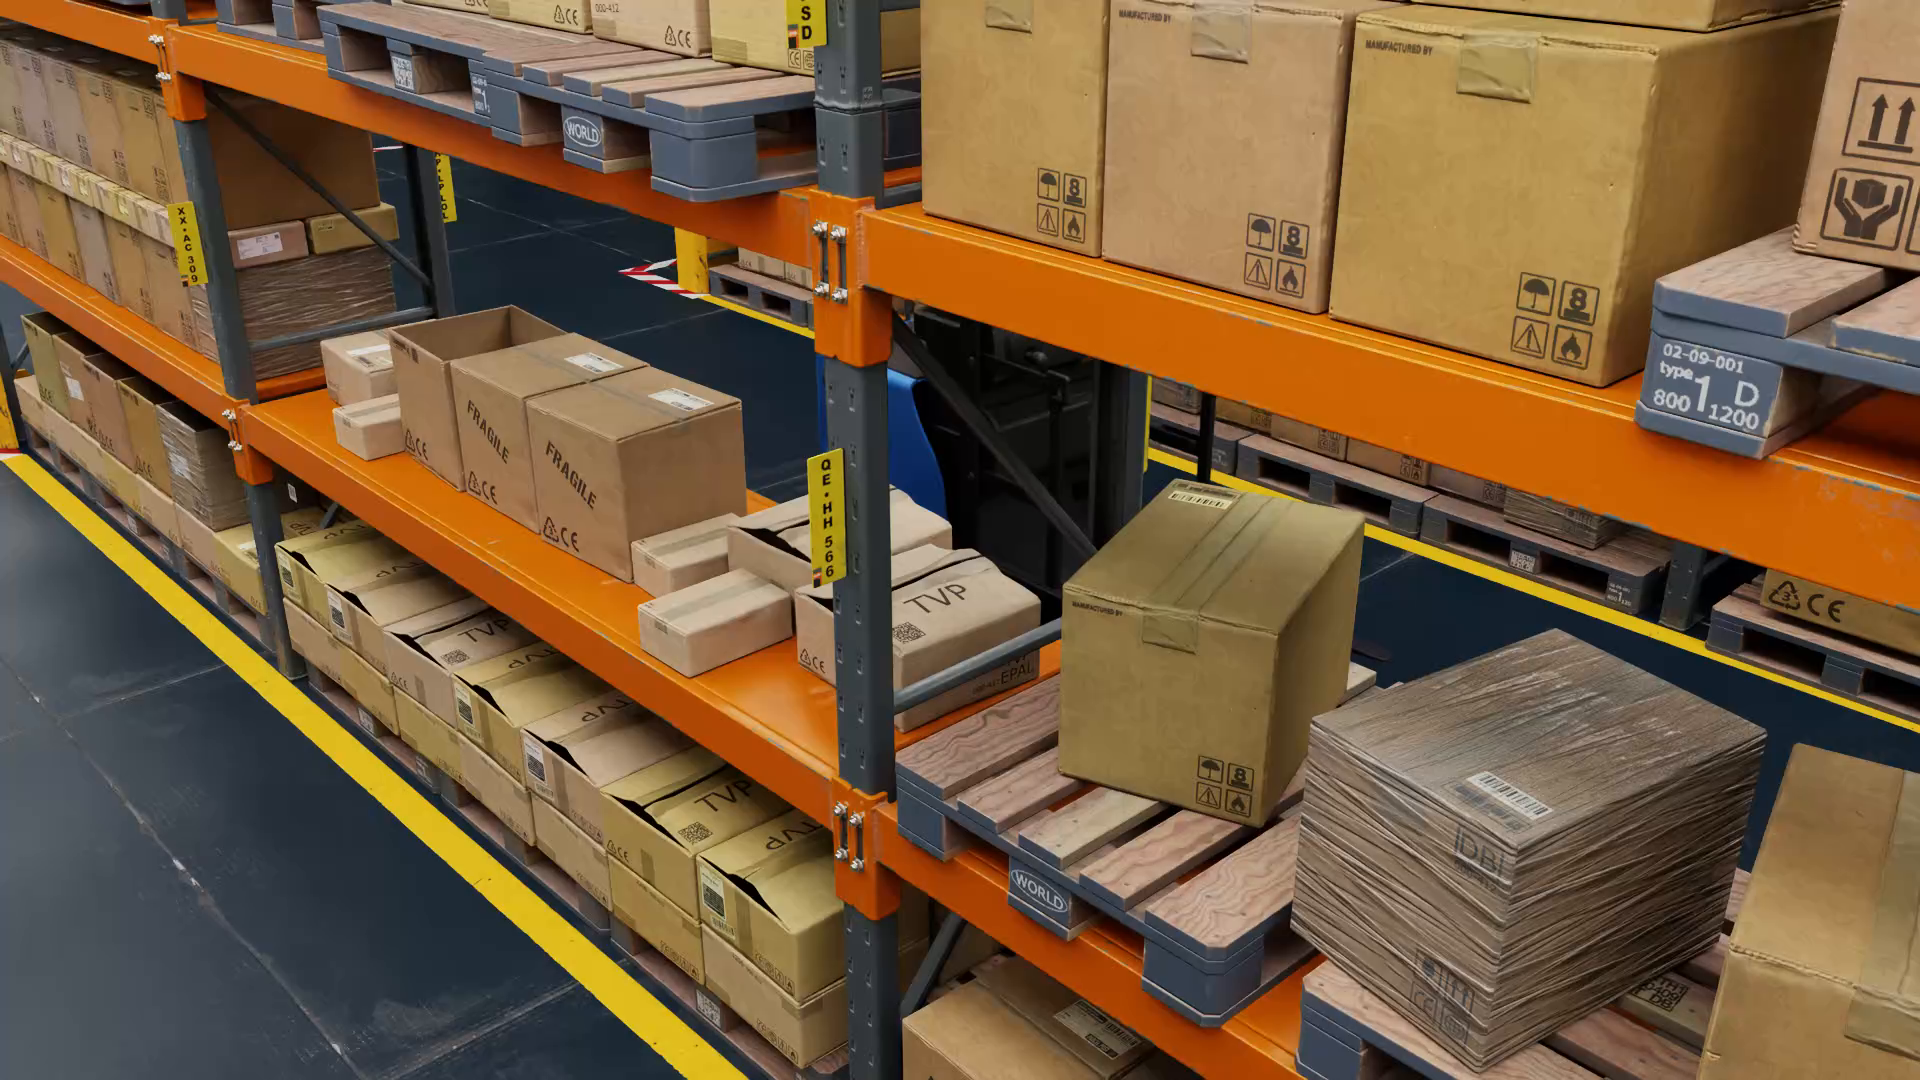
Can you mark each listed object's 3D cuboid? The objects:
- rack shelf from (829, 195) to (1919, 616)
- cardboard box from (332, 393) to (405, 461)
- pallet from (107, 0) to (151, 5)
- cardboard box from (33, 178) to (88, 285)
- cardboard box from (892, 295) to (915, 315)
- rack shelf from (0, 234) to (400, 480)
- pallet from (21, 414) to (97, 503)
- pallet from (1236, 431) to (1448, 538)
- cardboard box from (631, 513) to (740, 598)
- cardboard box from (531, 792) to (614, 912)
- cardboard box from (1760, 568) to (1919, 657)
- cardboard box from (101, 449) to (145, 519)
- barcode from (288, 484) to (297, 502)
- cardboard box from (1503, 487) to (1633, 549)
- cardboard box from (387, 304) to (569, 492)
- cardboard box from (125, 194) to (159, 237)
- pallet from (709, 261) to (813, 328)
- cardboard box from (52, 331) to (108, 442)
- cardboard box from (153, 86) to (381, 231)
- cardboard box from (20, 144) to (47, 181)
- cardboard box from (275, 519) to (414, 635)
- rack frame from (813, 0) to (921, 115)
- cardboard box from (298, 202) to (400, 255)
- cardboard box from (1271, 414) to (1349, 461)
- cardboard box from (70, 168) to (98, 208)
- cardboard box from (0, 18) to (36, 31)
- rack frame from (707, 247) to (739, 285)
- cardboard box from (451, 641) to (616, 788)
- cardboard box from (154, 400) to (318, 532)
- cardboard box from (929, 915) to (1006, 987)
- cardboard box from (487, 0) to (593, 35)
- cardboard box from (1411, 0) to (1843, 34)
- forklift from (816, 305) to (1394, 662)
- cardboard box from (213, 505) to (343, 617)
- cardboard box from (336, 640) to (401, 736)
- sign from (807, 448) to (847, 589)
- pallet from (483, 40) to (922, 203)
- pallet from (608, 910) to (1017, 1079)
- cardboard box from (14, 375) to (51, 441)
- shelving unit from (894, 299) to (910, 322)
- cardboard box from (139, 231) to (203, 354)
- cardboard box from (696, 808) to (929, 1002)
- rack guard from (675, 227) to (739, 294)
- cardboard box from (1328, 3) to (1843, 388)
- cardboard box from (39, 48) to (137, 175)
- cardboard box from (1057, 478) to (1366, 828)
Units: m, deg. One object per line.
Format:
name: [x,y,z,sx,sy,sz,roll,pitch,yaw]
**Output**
rack shelf: [1.463,-0.111,2.633,1.077,0.370,4.000,-21,32,-38]
cardboard box: [-2.181,-0.451,6.428,0.380,0.149,0.250,-21,32,-38]
pallet: [-3.240,-2.467,7.037,1.003,0.211,1.213,-21,32,-38]
cardboard box: [-4.364,-1.694,8.730,0.700,0.500,0.500,-21,32,-38]
cardboard box: [-0.497,-1.929,11.845,0.500,0.500,0.700,21,32,39]
rack shelf: [-4.005,-1.171,8.569,1.077,0.370,4.000,-21,32,-38]
pallet: [-4.818,-0.615,9.844,1.003,0.211,1.213,-21,32,-38]
pallet: [2.347,-0.424,9.426,1.003,0.211,1.213,-21,32,-38]
cardboard box: [-0.817,0.064,5.299,0.380,0.149,0.250,-18,30,-35]
cardboard box: [-1.138,0.981,5.792,0.500,0.250,0.500,-20,31,-37]
cardboard box: [4.116,-0.039,7.306,0.750,0.750,0.750,-22,32,-39]
cardboard box: [-4.144,-0.363,8.739,0.500,0.250,0.500,-21,32,-38]
barcode: [-2.767,-0.196,6.891,0.001,0.075,0.075,-21,32,-38]
cardboard box: [3.179,-0.353,8.391,0.700,0.500,0.500,-21,32,-38]
cardboard box: [-1.765,-0.540,6.200,0.500,0.500,0.500,-19,30,-35]
cardboard box: [-3.509,-1.487,7.495,0.380,0.149,0.250,-21,32,-39]
pallet: [-1.177,-1.962,12.797,1.003,0.211,1.213,-21,32,-38]
cardboard box: [-4.473,-0.861,8.926,0.500,0.500,0.500,-21,32,-38]
cardboard box: [-2.946,-1.660,7.092,0.700,0.500,0.500,-21,32,-38]
cardboard box: [-4.554,-1.952,8.513,0.250,0.149,0.380,23,33,40]
cardboard box: [-2.537,0.109,7.029,0.500,0.311,0.500,-21,32,-38]
rack frame: [0.096,-2.409,3.189,1.000,3.000,0.127,-21,32,-38]
cardboard box: [-2.680,-1.369,7.235,0.380,0.149,0.250,-21,32,-39]
cardboard box: [2.200,-0.835,9.447,0.700,0.500,0.500,-21,32,-38]
cardboard box: [-4.030,-1.719,8.002,0.380,0.149,0.250,-20,31,-37]
cardboard box: [-5.026,-2.578,9.104,0.700,0.500,0.500,-21,32,-38]
rack frame: [-1.758,-3.510,12.830,1.000,3.000,0.127,-21,32,-38]
cardboard box: [-1.485,0.574,6.009,0.500,0.311,0.500,-20,31,-37]
cardboard box: [-3.448,-0.406,7.930,0.500,0.500,0.500,-21,32,-38]
cardboard box: [-0.047,1.138,5.449,0.500,0.250,0.500,-21,32,-39]
cardboard box: [-1.009,-1.619,4.746,0.500,0.250,0.500,-22,32,-39]
cardboard box: [1.087,-1.102,2.613,0.500,0.500,0.500,-21,32,-38]
forklift: [0.611,-1.013,7.439,1.130,2.935,3.031,-20,31,-37]
cardboard box: [-3.114,0.090,7.747,0.500,0.250,0.500,-21,32,-38]
cardboard box: [-2.195,0.516,6.812,0.500,0.250,0.500,-20,31,-37]
sign: [-0.307,-0.048,3.847,0.100,0.325,0.005,-21,32,-38]
pallet: [-0.433,-1.139,4.246,1.213,0.211,1.003,-19,31,-36]
pallet: [-0.438,1.328,5.584,1.003,0.211,1.213,-21,32,-38]
cardboard box: [-5.168,-0.818,9.736,0.500,0.250,0.500,-21,32,-38]
shelving unit: [-0.519,-0.797,9.050,0.258,1.200,0.503,-20,31,-37]
cardboard box: [-3.311,-1.228,7.707,0.700,0.500,0.500,-22,32,-39]
cardboard box: [-0.442,1.036,4.996,0.500,0.311,0.500,-20,31,-37]
rack guard: [-1.706,-2.350,13.299,1.175,0.500,0.348,-21,32,-38]
cardboard box: [1.123,-0.656,2.838,0.910,0.500,0.500,-21,32,-38]
cardboard box: [-3.975,-2.116,8.092,0.700,0.500,0.500,-21,32,-38]
cardboard box: [0.609,0.242,3.978,0.500,0.500,0.700,12,27,25]
